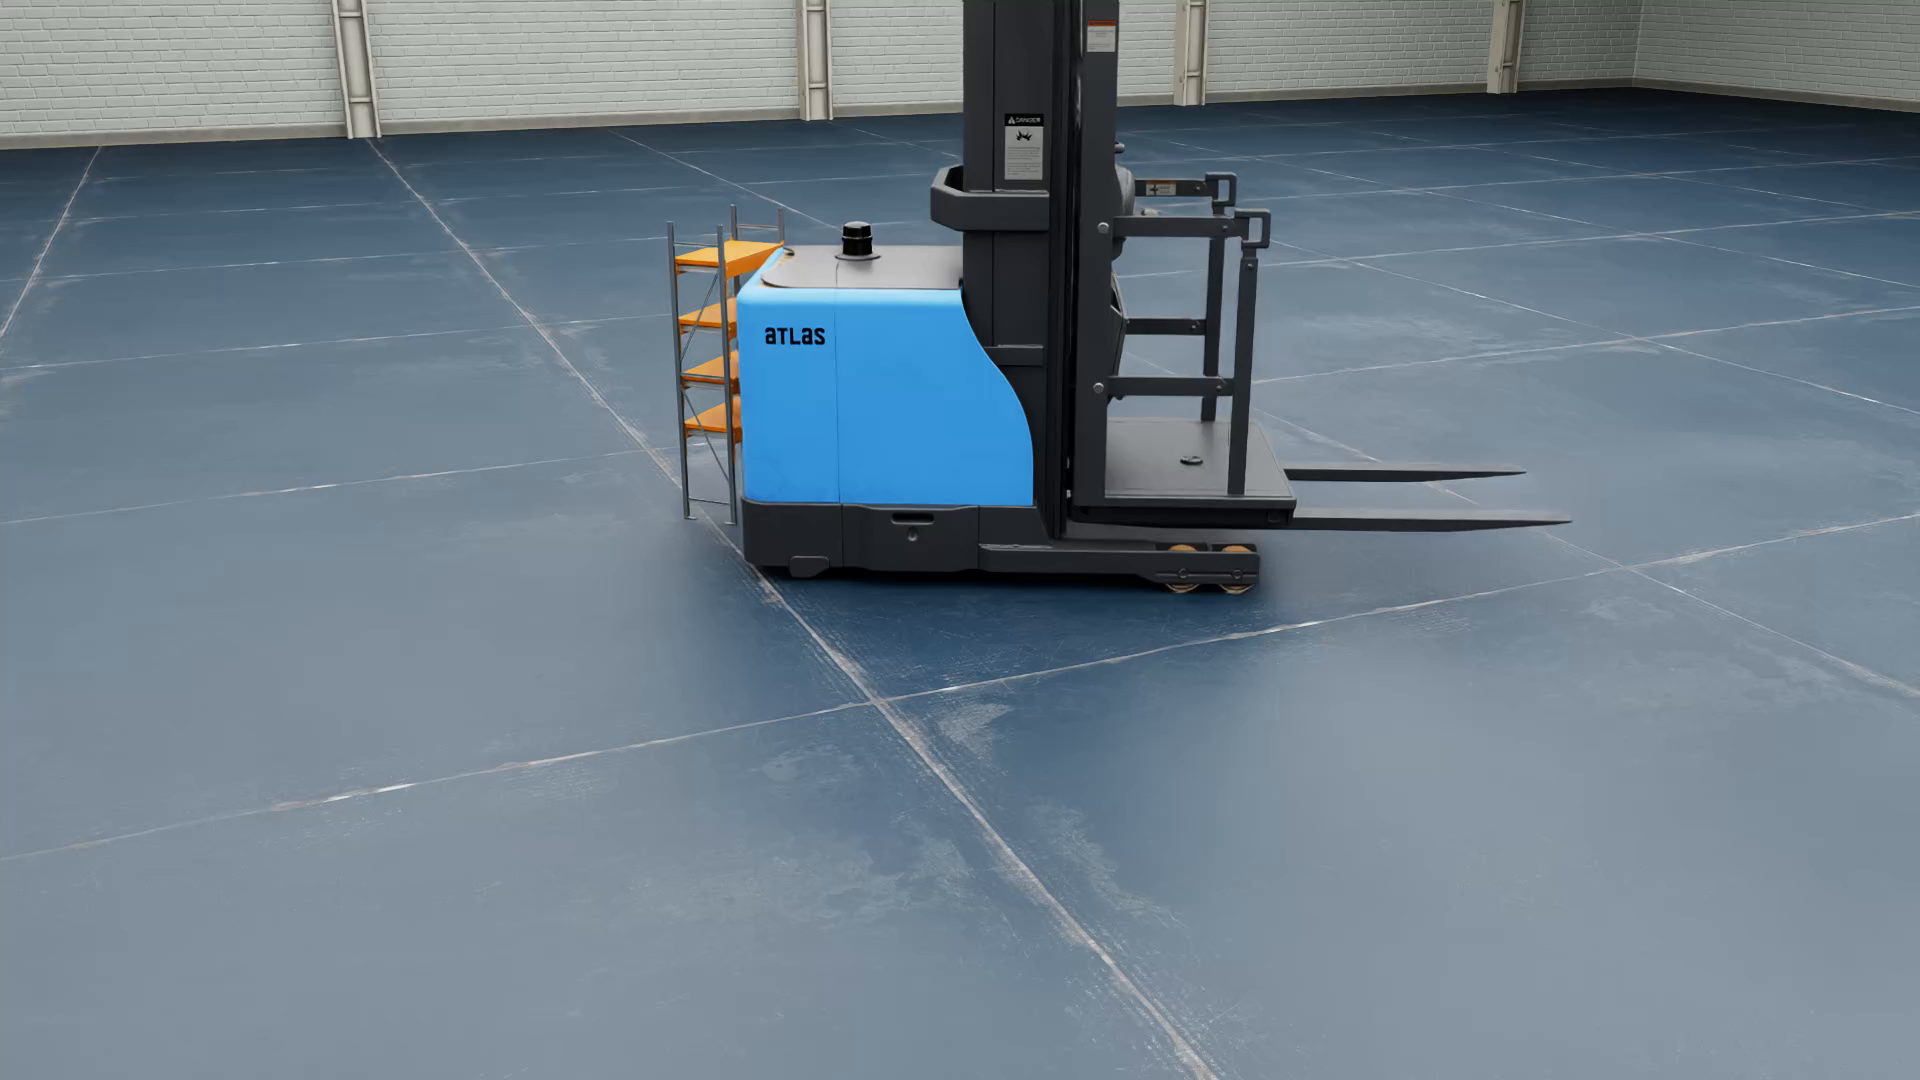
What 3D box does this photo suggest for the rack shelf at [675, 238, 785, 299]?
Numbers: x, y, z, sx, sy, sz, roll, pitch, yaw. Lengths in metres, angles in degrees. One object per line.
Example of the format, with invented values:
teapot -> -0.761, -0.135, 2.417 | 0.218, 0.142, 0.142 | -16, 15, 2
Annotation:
rack shelf -> -0.918, -1.086, 6.616 | 0.258, 0.148, 0.480 | 8, 21, 21

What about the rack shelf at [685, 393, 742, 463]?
rack shelf -> -0.918, -0.464, 6.835 | 0.258, 0.148, 0.480 | 8, 21, 21

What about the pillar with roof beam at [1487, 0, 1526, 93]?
pillar with roof beam -> 10.716, -10.387, 22.472 | 0.400, 9.000, 9.100 | -8, 21, -22

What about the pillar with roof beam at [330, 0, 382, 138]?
pillar with roof beam -> -5.812, -8.019, 15.747 | 0.400, 9.000, 9.100 | -8, 21, -22

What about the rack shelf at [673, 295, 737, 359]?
rack shelf -> -0.918, -0.863, 6.695 | 0.258, 0.148, 0.480 | 8, 21, 21

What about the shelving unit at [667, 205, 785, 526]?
shelving unit -> -0.918, -0.715, 6.747 | 0.258, 1.200, 0.503 | 8, 21, 21

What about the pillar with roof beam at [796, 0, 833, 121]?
pillar with roof beam -> -0.303, -8.808, 17.989 | 0.400, 9.000, 9.100 | -8, 21, -22

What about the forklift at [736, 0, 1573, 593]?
forklift -> 0.734, -1.373, 6.010 | 3.031, 2.935, 1.130 | 1, 19, 2

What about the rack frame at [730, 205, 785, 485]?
rack frame -> -0.825, -0.790, 6.960 | 0.240, 1.200, 0.015 | 8, 21, 21

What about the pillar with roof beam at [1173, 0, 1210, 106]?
pillar with roof beam -> 5.207, -9.598, 20.231 | 0.400, 9.000, 9.100 | -8, 21, -22

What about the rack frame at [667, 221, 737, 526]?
rack frame -> -1.010, -0.640, 6.534 | 0.240, 1.200, 0.015 | 8, 21, 21

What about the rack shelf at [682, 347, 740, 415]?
rack shelf -> -0.918, -0.652, 6.769 | 0.258, 0.148, 0.480 | 8, 21, 21
